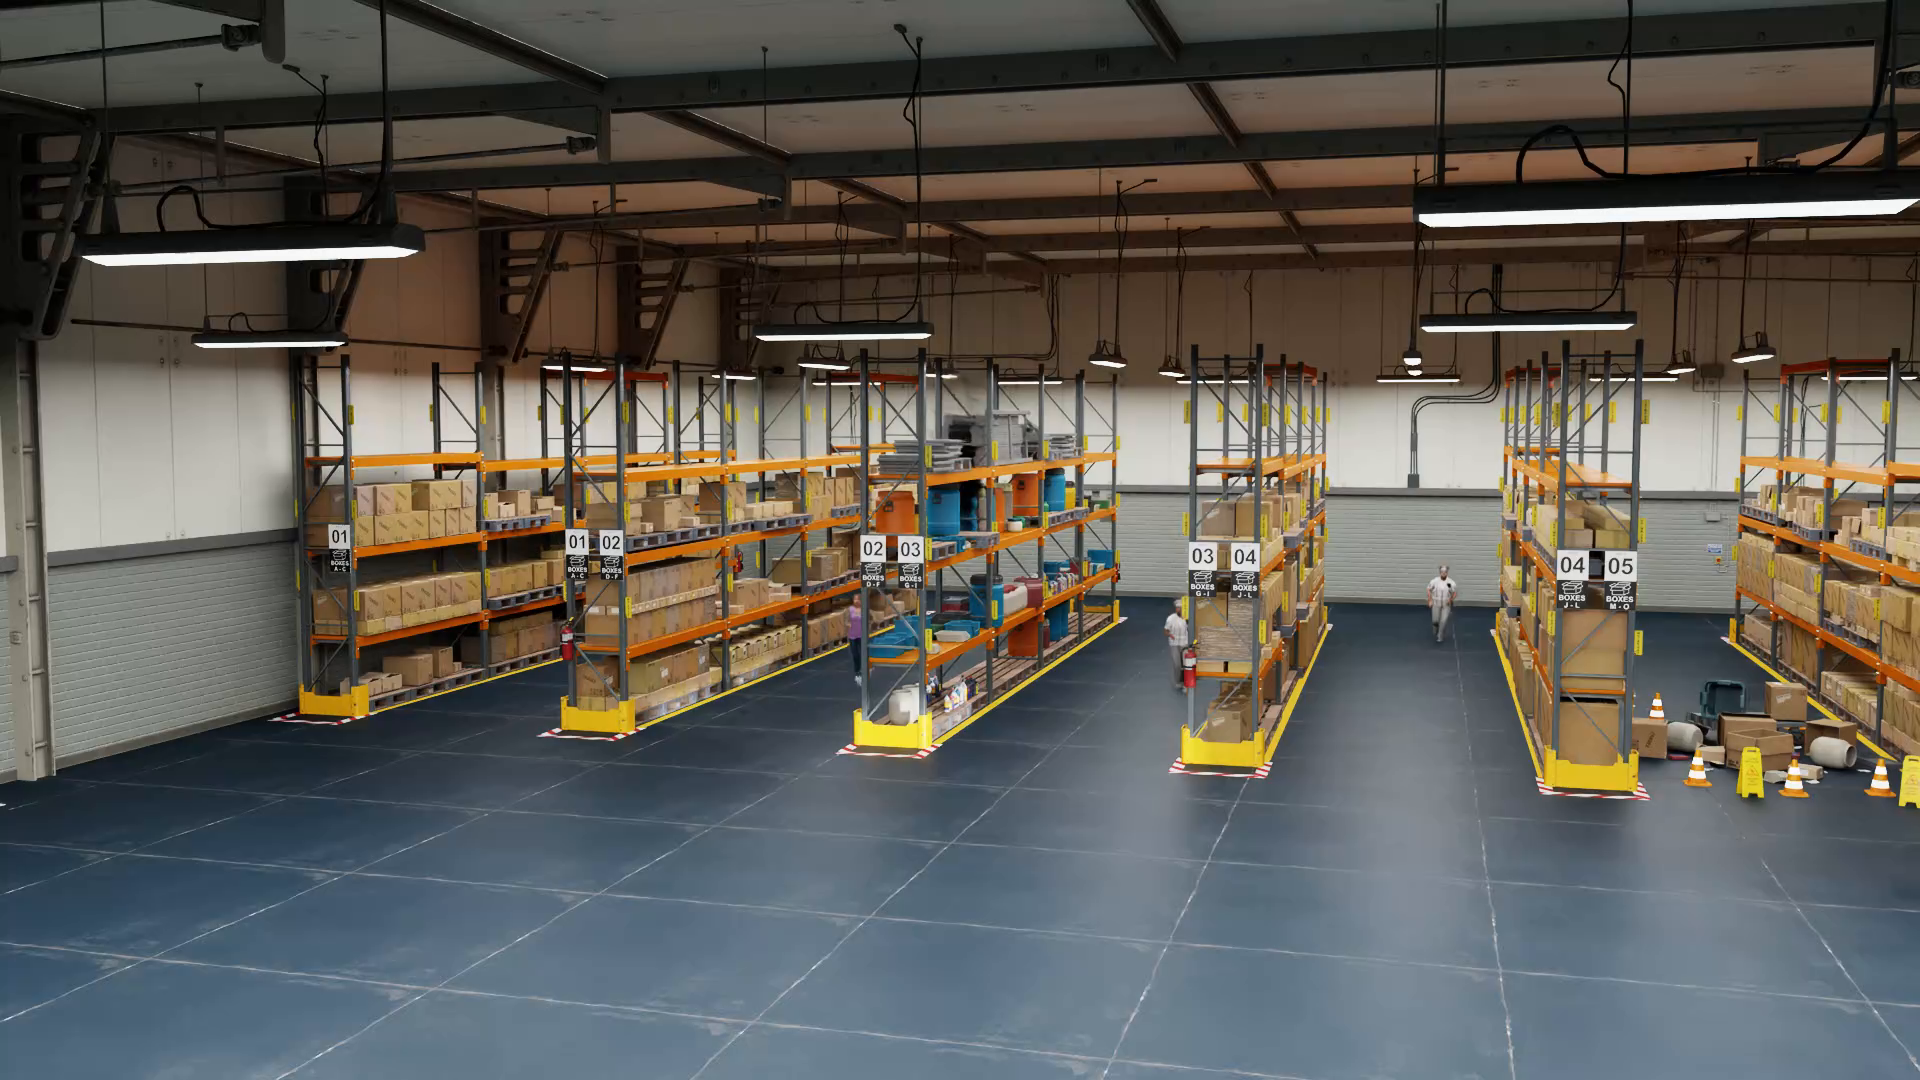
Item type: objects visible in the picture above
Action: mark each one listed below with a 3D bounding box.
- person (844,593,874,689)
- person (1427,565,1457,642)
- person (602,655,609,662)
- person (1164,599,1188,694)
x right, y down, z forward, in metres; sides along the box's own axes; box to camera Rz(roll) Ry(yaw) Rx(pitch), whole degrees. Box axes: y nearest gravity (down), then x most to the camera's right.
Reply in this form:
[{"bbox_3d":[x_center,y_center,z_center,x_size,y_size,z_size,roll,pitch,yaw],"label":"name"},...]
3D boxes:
[{"bbox_3d":[-1.787,1.772,29.119,0.490,1.641,0.699,1,4,7],"label":"person"},{"bbox_3d":[10.637,1.401,36.684,0.643,1.707,0.598,1,4,15],"label":"person"},{"bbox_3d":[-6.546,1.853,31.241,0.605,1.615,0.559,0,4,4],"label":"person"},{"bbox_3d":[3.961,1.927,30.018,0.572,1.721,0.697,1,4,11],"label":"person"}]
